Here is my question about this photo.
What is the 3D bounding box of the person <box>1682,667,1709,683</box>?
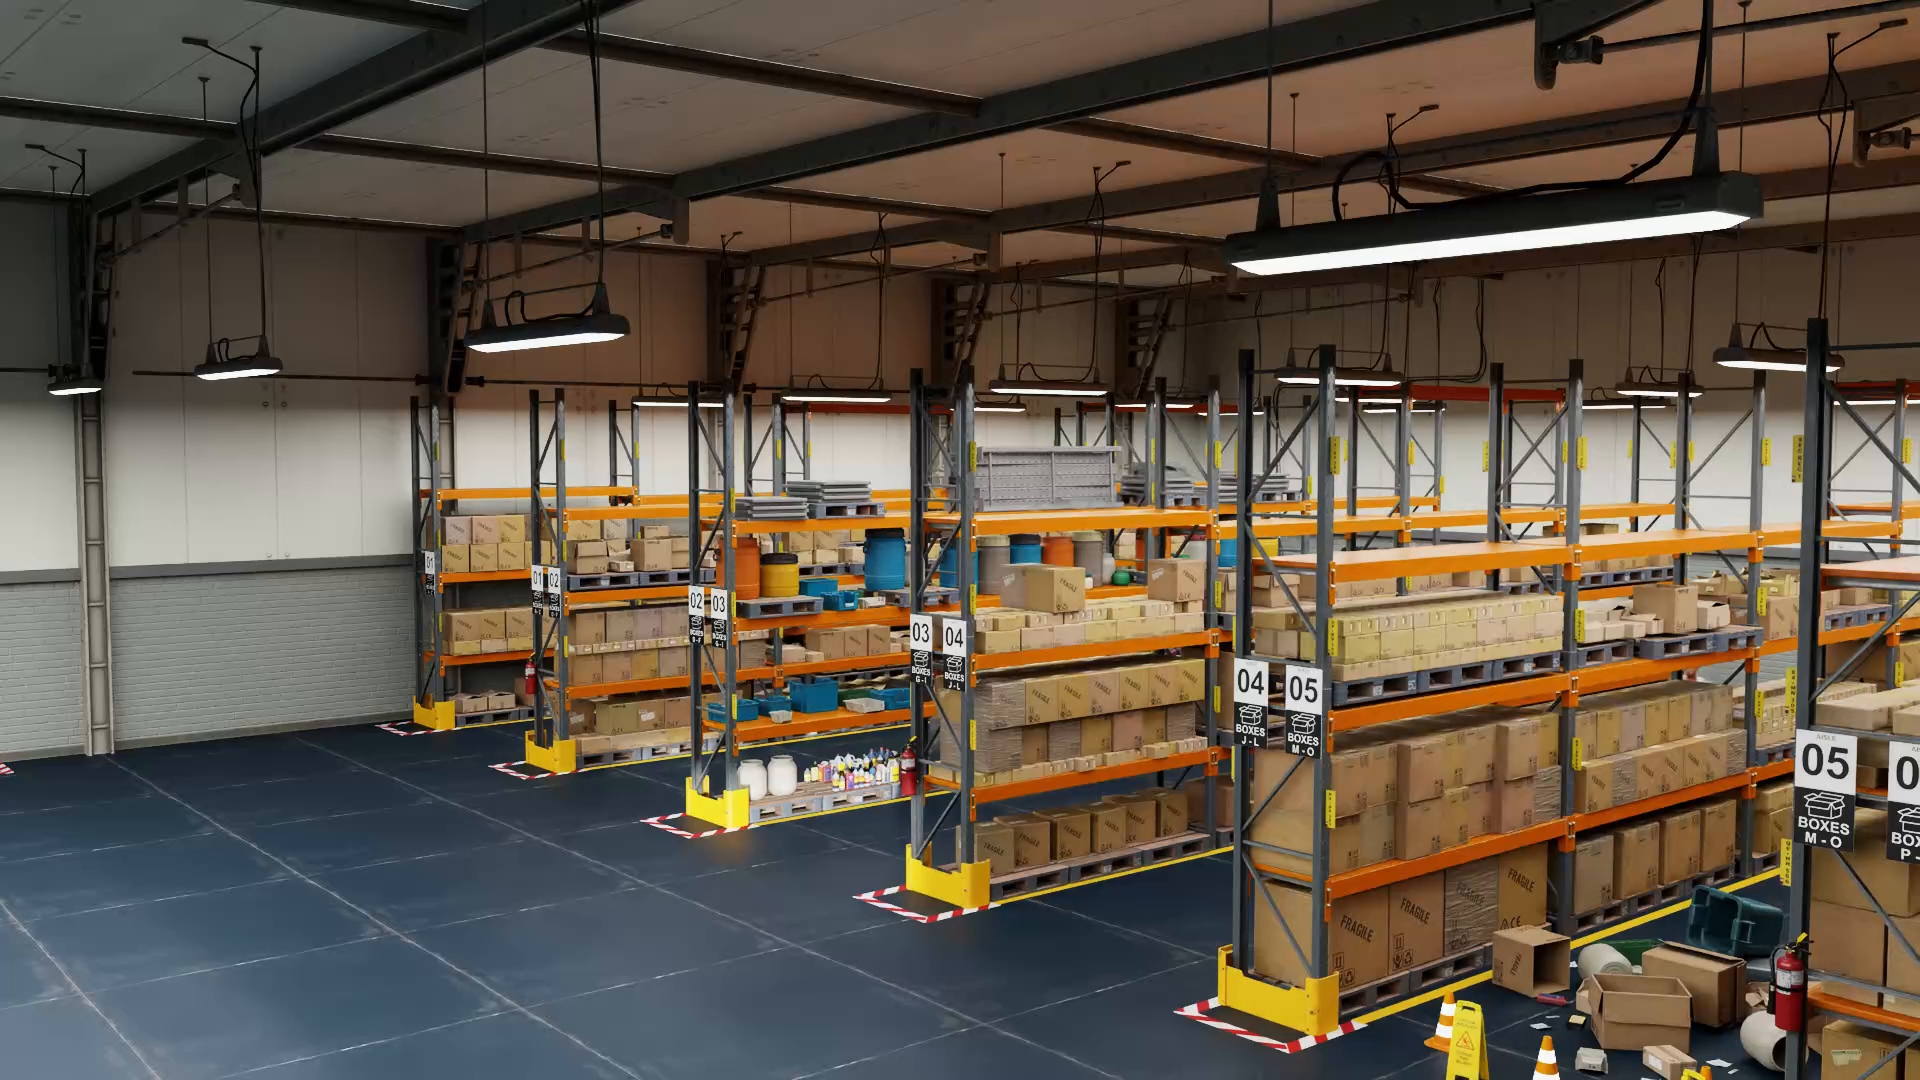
[{"bbox_3d":[11.586,2.749,26.242,0.831,1.756,0.639,-3,4,-42],"label":"person"}]

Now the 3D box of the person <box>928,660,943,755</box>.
[{"bbox_3d":[-0.241,2.638,27.631,0.646,1.822,0.870,3,5,42],"label":"person"}]
